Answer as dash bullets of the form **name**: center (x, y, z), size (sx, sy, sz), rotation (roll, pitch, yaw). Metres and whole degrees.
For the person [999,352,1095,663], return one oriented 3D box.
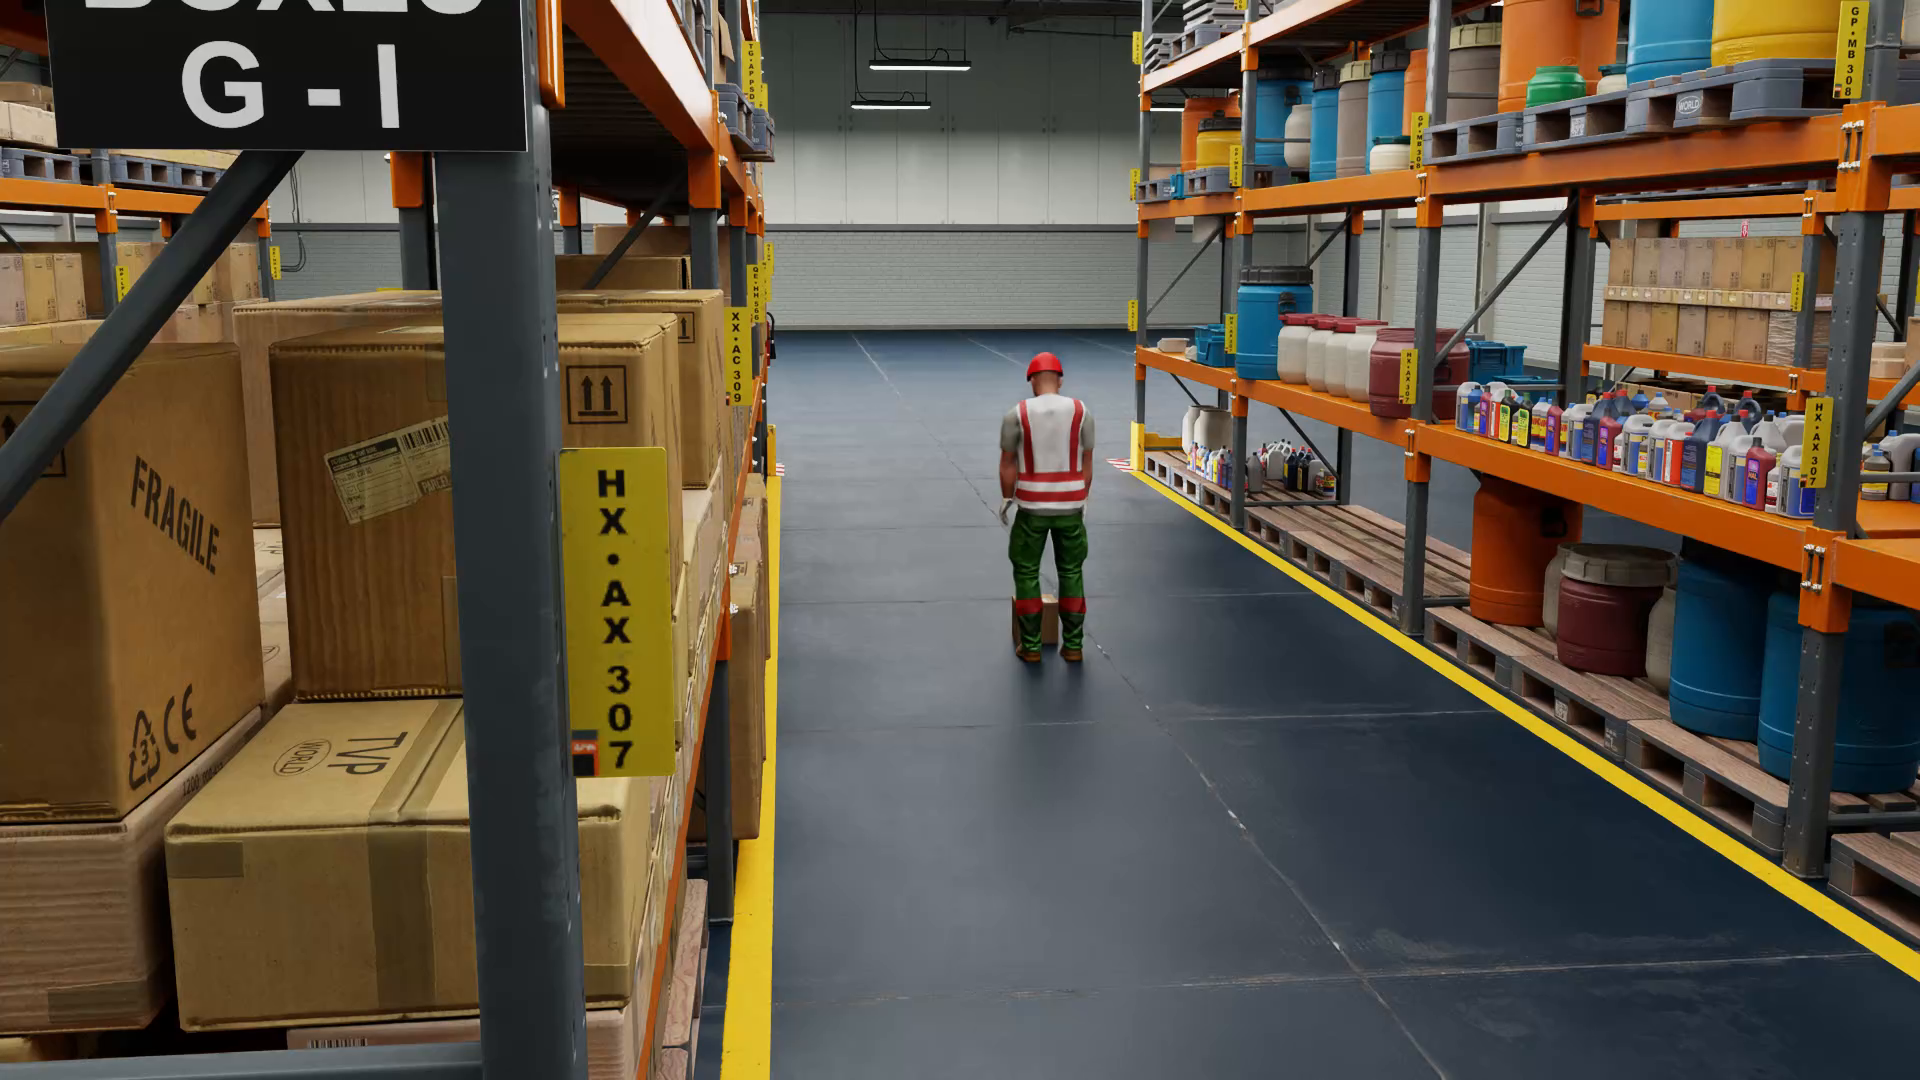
- **person**: center (0.487, -0.185, 9.489), size (0.536, 1.758, 0.414), rotation (-1, 10, -5)
